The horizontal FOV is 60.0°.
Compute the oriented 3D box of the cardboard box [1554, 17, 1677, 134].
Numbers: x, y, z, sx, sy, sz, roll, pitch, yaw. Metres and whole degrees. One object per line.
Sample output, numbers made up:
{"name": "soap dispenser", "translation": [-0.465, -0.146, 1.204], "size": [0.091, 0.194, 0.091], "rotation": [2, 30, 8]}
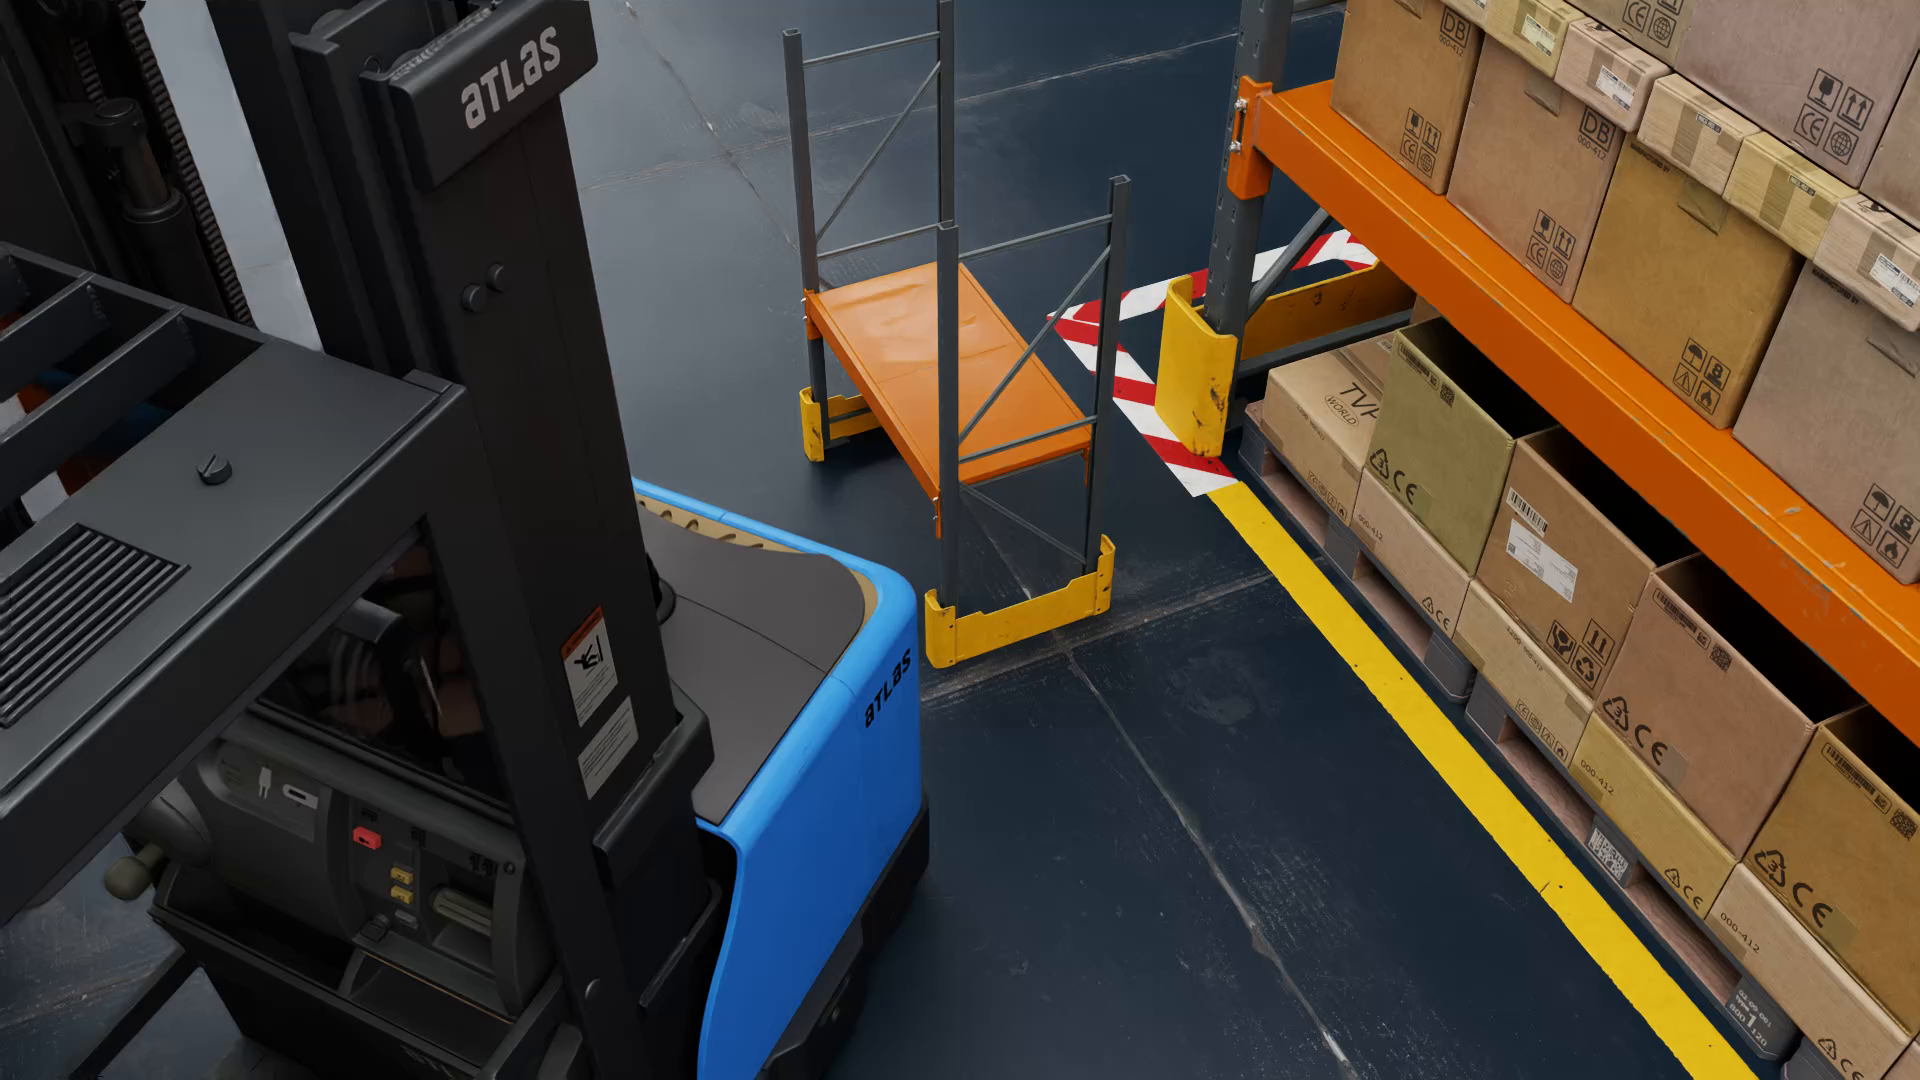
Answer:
{"name": "cardboard box", "translation": [1.550, -1.056, 3.652], "size": [0.380, 0.149, 0.250], "rotation": [-19, 48, -18]}

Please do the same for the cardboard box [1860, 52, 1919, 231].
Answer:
{"name": "cardboard box", "translation": [2.115, -0.781, 2.911], "size": [0.700, 0.500, 0.500], "rotation": [-18, 47, -17]}

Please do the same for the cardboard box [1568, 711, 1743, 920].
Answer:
{"name": "cardboard box", "translation": [1.912, 0.601, 4.164], "size": [0.500, 0.250, 0.500], "rotation": [-18, 47, -17]}

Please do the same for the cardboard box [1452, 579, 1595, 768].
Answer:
{"name": "cardboard box", "translation": [1.706, 0.281, 4.488], "size": [0.500, 0.250, 0.500], "rotation": [-18, 47, -17]}

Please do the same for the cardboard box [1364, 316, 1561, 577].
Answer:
{"name": "cardboard box", "translation": [1.495, -0.304, 4.547], "size": [0.500, 0.500, 0.500], "rotation": [-18, 47, -17]}

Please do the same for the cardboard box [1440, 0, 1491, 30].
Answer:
{"name": "cardboard box", "translation": [1.342, -1.377, 3.977], "size": [0.380, 0.149, 0.250], "rotation": [-19, 48, -18]}

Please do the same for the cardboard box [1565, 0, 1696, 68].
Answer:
{"name": "cardboard box", "translation": [1.692, -1.421, 3.559], "size": [0.700, 0.500, 0.500], "rotation": [-19, 48, -18]}

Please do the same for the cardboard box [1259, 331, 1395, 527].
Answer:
{"name": "cardboard box", "translation": [1.283, -0.355, 5.133], "size": [0.500, 0.250, 0.500], "rotation": [-18, 47, -17]}

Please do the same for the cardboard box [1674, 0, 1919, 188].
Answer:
{"name": "cardboard box", "translation": [1.905, -1.100, 3.234], "size": [0.700, 0.500, 0.500], "rotation": [-18, 47, -17]}

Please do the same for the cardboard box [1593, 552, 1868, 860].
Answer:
{"name": "cardboard box", "translation": [1.911, 0.335, 3.900], "size": [0.500, 0.500, 0.500], "rotation": [-18, 47, -17]}

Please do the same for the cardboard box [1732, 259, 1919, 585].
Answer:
{"name": "cardboard box", "translation": [2.097, -0.340, 3.388], "size": [0.700, 0.500, 0.500], "rotation": [-17, 47, -16]}

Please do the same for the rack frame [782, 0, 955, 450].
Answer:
{"name": "rack frame", "translation": [-0.250, -0.912, 5.107], "size": [0.500, 1.500, 0.032], "rotation": [-18, 47, -17]}

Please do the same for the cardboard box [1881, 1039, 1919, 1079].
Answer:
{"name": "cardboard box", "translation": [2.346, 1.234, 3.522], "size": [0.500, 0.250, 0.500], "rotation": [-18, 47, -17]}

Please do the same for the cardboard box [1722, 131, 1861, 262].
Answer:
{"name": "cardboard box", "translation": [1.772, -0.725, 3.316], "size": [0.380, 0.149, 0.250], "rotation": [-19, 48, -18]}

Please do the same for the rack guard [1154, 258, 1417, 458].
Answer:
{"name": "rack guard", "translation": [1.249, -0.717, 5.621], "size": [1.175, 0.500, 0.348], "rotation": [-18, 47, -17]}

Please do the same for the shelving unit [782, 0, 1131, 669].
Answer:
{"name": "shelving unit", "translation": [-0.032, -0.582, 4.772], "size": [0.587, 1.500, 1.083], "rotation": [-18, 47, -17]}

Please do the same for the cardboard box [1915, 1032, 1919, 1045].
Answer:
{"name": "cardboard box", "translation": [2.348, 0.966, 3.260], "size": [0.500, 0.500, 0.500], "rotation": [-18, 47, -17]}

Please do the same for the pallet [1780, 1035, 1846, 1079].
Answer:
{"name": "pallet", "translation": [2.644, 1.431, 3.650], "size": [1.003, 0.211, 1.213], "rotation": [-18, 47, -17]}

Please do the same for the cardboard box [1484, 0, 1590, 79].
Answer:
{"name": "cardboard box", "translation": [1.446, -1.218, 3.816], "size": [0.380, 0.149, 0.250], "rotation": [-18, 47, -17]}

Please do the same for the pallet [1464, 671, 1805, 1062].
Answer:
{"name": "pallet", "translation": [2.128, 0.652, 4.439], "size": [1.003, 0.211, 1.213], "rotation": [-18, 47, -17]}

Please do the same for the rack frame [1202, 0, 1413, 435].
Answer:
{"name": "rack frame", "translation": [1.259, -1.592, 4.728], "size": [1.000, 3.000, 0.127], "rotation": [-18, 47, -17]}

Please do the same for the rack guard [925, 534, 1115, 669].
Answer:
{"name": "rack guard", "translation": [0.177, 0.180, 4.890], "size": [0.587, 0.250, 0.087], "rotation": [-18, 47, -17]}

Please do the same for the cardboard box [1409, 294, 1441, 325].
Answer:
{"name": "cardboard box", "translation": [1.754, -0.776, 5.025], "size": [0.500, 0.500, 0.500], "rotation": [-18, 47, -17]}

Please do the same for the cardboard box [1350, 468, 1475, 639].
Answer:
{"name": "cardboard box", "translation": [1.496, -0.038, 4.811], "size": [0.500, 0.250, 0.500], "rotation": [-18, 47, -17]}

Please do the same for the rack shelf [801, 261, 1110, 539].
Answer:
{"name": "rack shelf", "translation": [-0.036, -0.460, 4.905], "size": [0.538, 0.185, 1.000], "rotation": [-18, 47, -17]}

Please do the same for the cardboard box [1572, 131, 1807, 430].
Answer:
{"name": "cardboard box", "translation": [1.872, -0.675, 3.727], "size": [0.700, 0.500, 0.500], "rotation": [-18, 47, -17]}

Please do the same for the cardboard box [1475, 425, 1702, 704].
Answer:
{"name": "cardboard box", "translation": [1.716, 0.011, 4.228], "size": [0.500, 0.500, 0.500], "rotation": [-18, 47, -17]}

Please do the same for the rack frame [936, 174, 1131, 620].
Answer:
{"name": "rack frame", "translation": [0.178, -0.264, 4.450], "size": [0.500, 1.500, 0.032], "rotation": [-18, 47, -17]}

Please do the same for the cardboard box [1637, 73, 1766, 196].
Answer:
{"name": "cardboard box", "translation": [1.664, -0.887, 3.481], "size": [0.380, 0.149, 0.250], "rotation": [-20, 48, -19]}

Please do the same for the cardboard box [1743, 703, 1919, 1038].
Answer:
{"name": "cardboard box", "translation": [2.134, 0.649, 3.581], "size": [0.500, 0.500, 0.500], "rotation": [-18, 47, -17]}

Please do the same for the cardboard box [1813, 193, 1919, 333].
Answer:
{"name": "cardboard box", "translation": [1.874, -0.565, 3.154], "size": [0.380, 0.149, 0.250], "rotation": [-18, 47, -17]}

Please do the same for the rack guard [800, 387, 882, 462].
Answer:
{"name": "rack guard", "translation": [-0.241, -0.455, 5.533], "size": [0.587, 0.250, 0.087], "rotation": [-18, 47, -17]}

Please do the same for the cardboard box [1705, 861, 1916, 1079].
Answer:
{"name": "cardboard box", "translation": [2.123, 0.920, 3.841], "size": [0.500, 0.250, 0.500], "rotation": [-18, 47, -17]}

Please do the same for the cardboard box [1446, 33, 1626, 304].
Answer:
{"name": "cardboard box", "translation": [1.669, -0.993, 4.049], "size": [0.700, 0.500, 0.500], "rotation": [-17, 47, -16]}

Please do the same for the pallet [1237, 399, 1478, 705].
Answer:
{"name": "pallet", "translation": [1.619, -0.124, 5.226], "size": [1.003, 0.211, 1.213], "rotation": [-18, 47, -17]}

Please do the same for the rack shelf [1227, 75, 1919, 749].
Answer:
{"name": "rack shelf", "translation": [2.100, -0.061, 3.689], "size": [1.077, 0.370, 4.000], "rotation": [-18, 47, -17]}

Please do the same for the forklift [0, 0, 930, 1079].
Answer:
{"name": "forklift", "translation": [-1.178, 0.585, 2.571], "size": [1.130, 2.935, 3.031], "rotation": [19, 48, 18]}

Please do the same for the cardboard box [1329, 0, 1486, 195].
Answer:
{"name": "cardboard box", "translation": [1.444, -1.326, 4.387], "size": [0.700, 0.500, 0.500], "rotation": [-18, 47, -17]}
